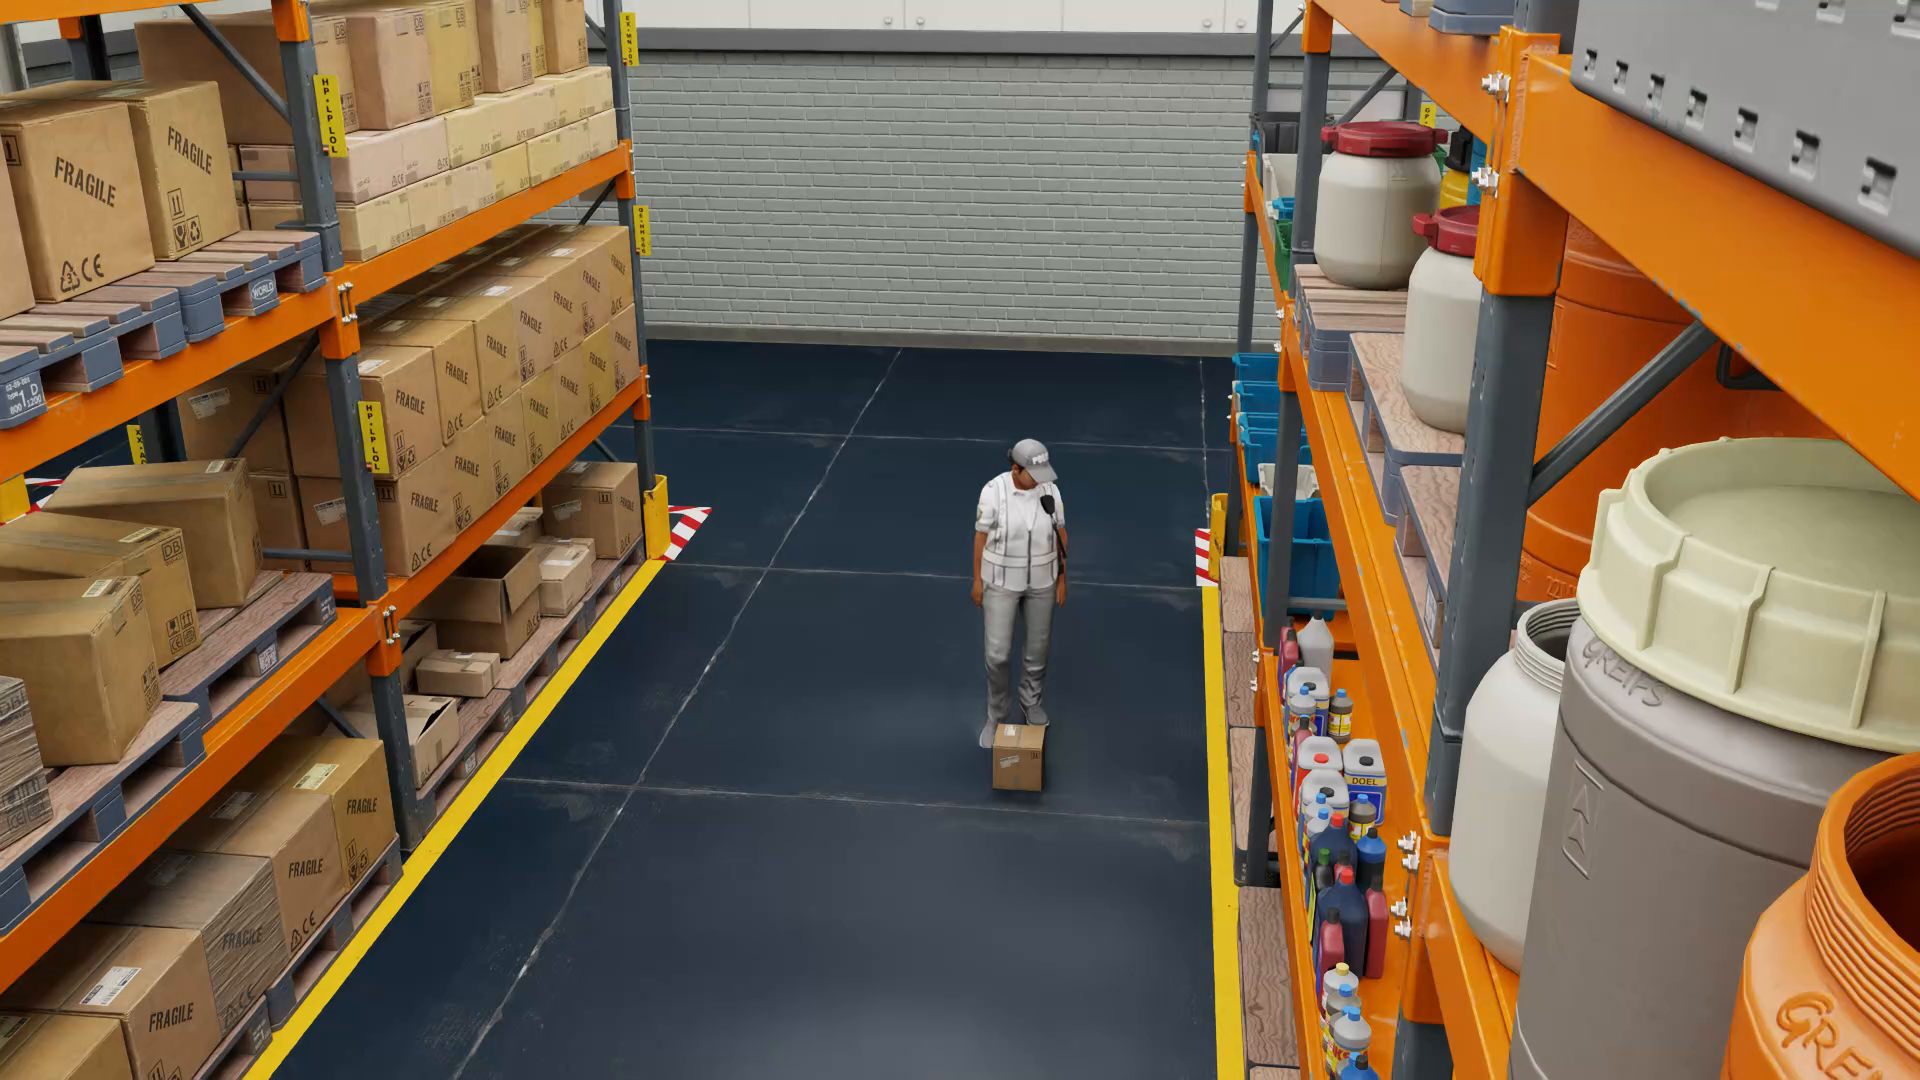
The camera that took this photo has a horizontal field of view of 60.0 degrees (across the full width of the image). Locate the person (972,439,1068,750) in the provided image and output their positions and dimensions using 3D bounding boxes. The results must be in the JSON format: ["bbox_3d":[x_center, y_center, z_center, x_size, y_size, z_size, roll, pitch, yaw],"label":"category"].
[{"bbox_3d":[0.329,0.277,8.905,0.529,1.714,0.423,-5,22,-13],"label":"person"}]
